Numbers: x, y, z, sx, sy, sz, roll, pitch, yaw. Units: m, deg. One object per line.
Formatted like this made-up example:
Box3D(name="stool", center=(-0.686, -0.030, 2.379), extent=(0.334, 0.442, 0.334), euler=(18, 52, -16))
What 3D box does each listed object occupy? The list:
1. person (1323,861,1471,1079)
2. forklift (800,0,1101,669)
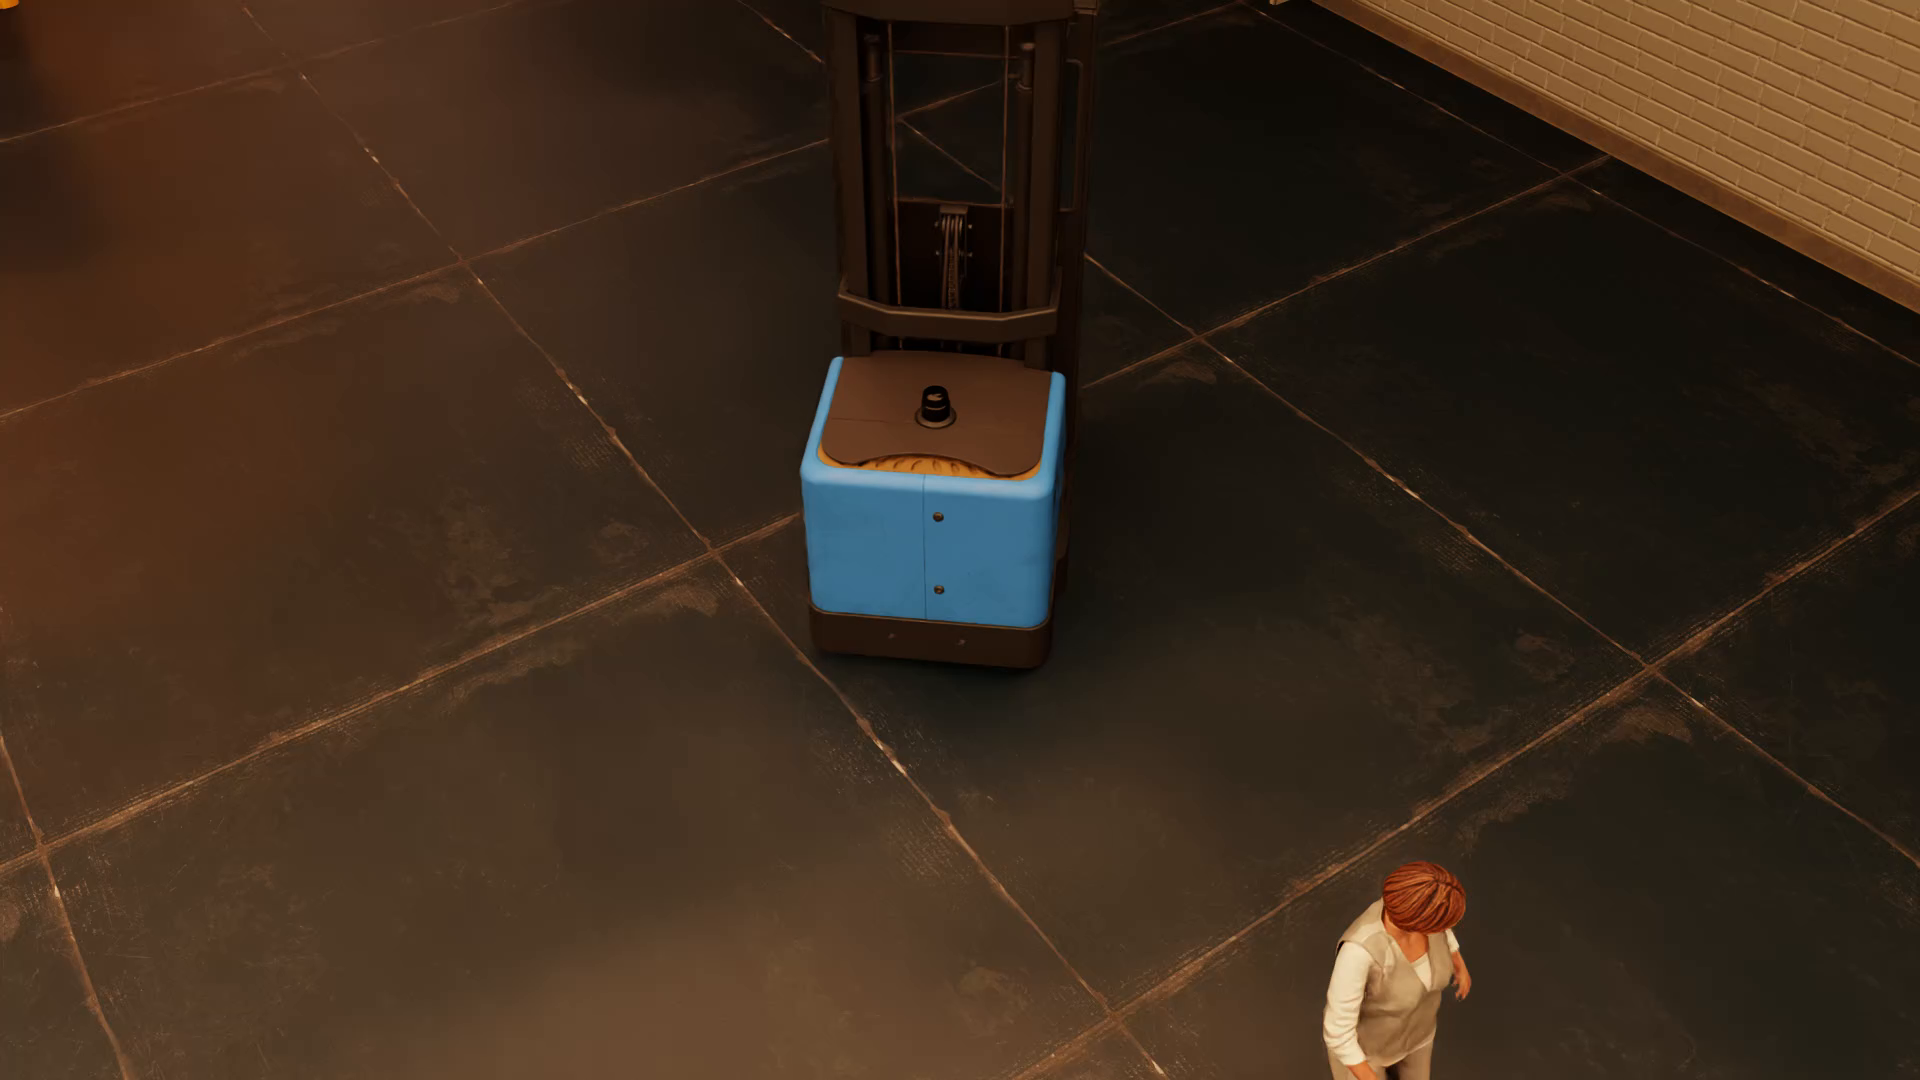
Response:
Box3D(name="person", center=(1.339, 1.516, 5.083), extent=(0.649, 1.568, 0.418), euler=(-23, 47, -23))
Box3D(name="forklift", center=(0.028, -1.522, 7.367), extent=(1.130, 2.935, 3.031), euler=(4, 43, 5))
